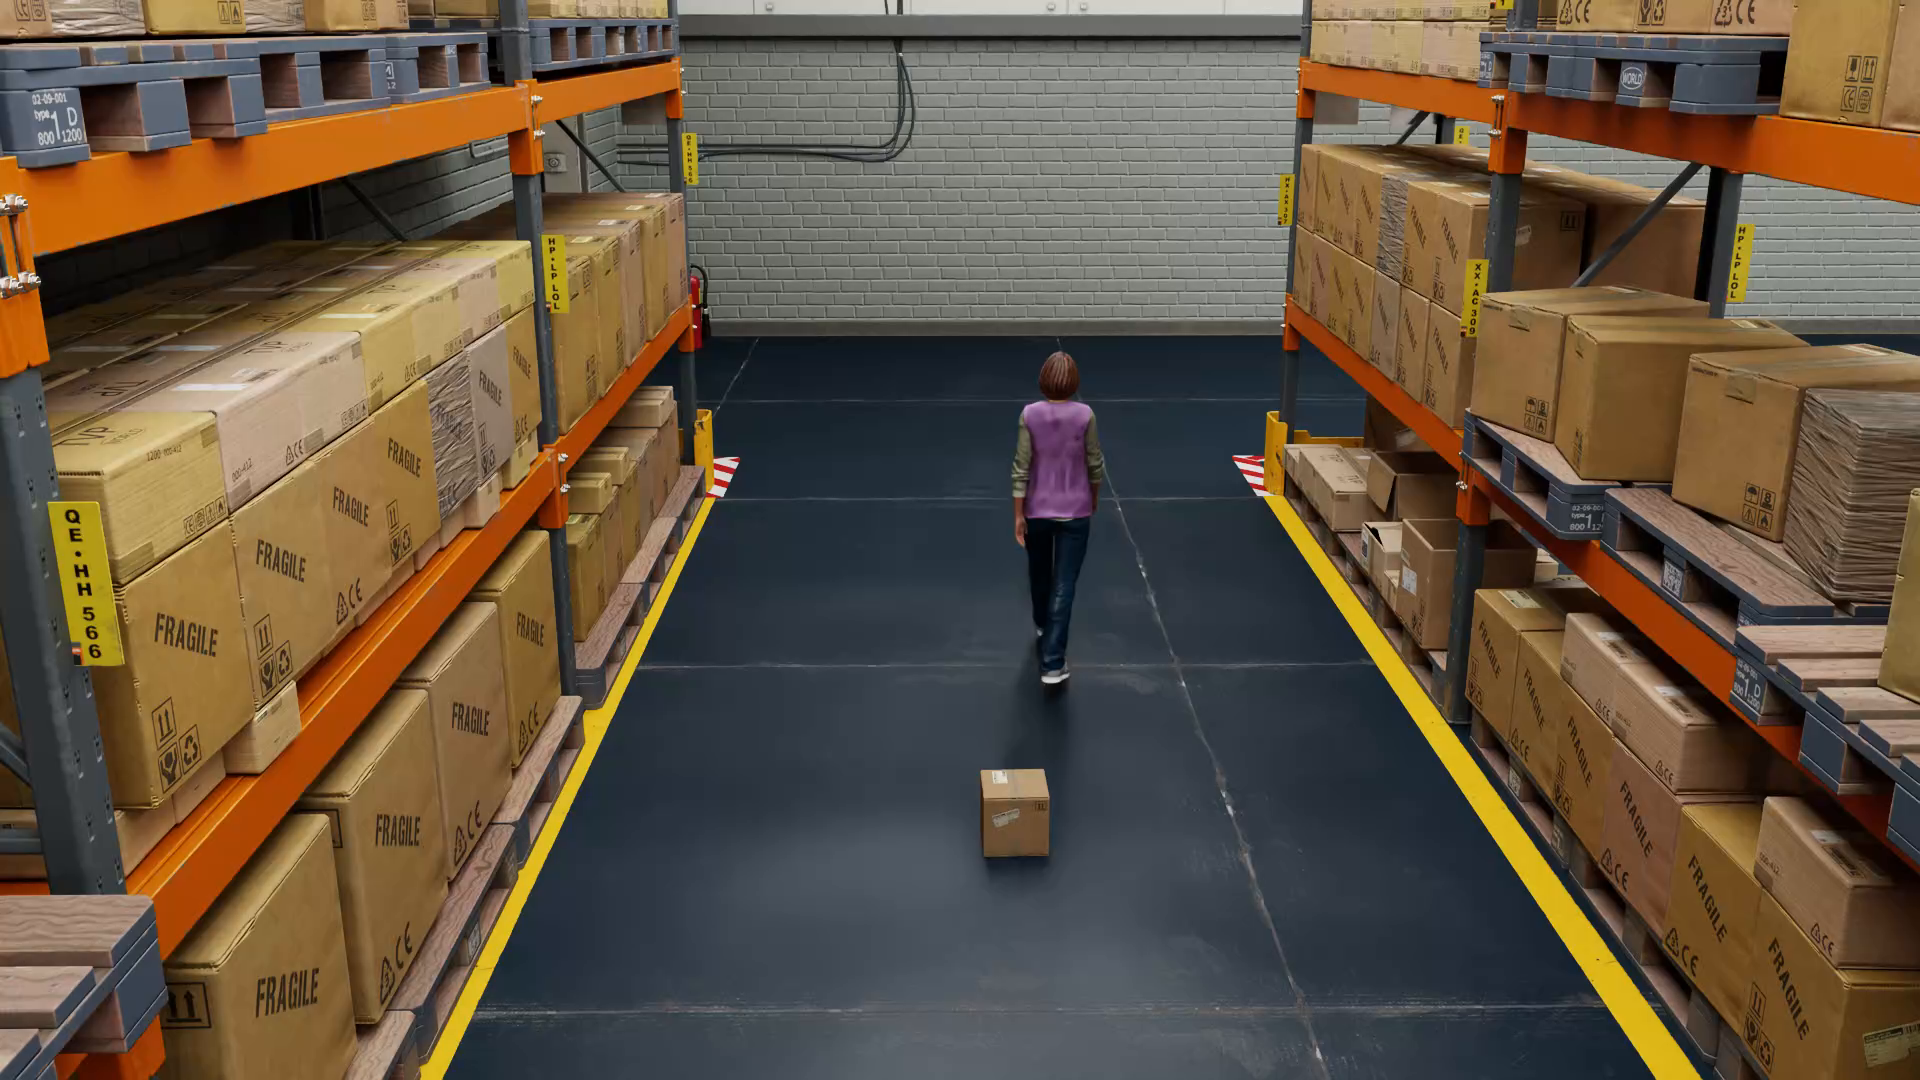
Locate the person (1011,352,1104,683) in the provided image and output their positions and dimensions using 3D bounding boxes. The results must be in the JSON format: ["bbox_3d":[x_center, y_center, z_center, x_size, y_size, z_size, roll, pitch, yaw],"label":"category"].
[{"bbox_3d":[0.476,-0.161,8.022,0.428,1.538,0.954,3,18,9],"label":"person"}]
